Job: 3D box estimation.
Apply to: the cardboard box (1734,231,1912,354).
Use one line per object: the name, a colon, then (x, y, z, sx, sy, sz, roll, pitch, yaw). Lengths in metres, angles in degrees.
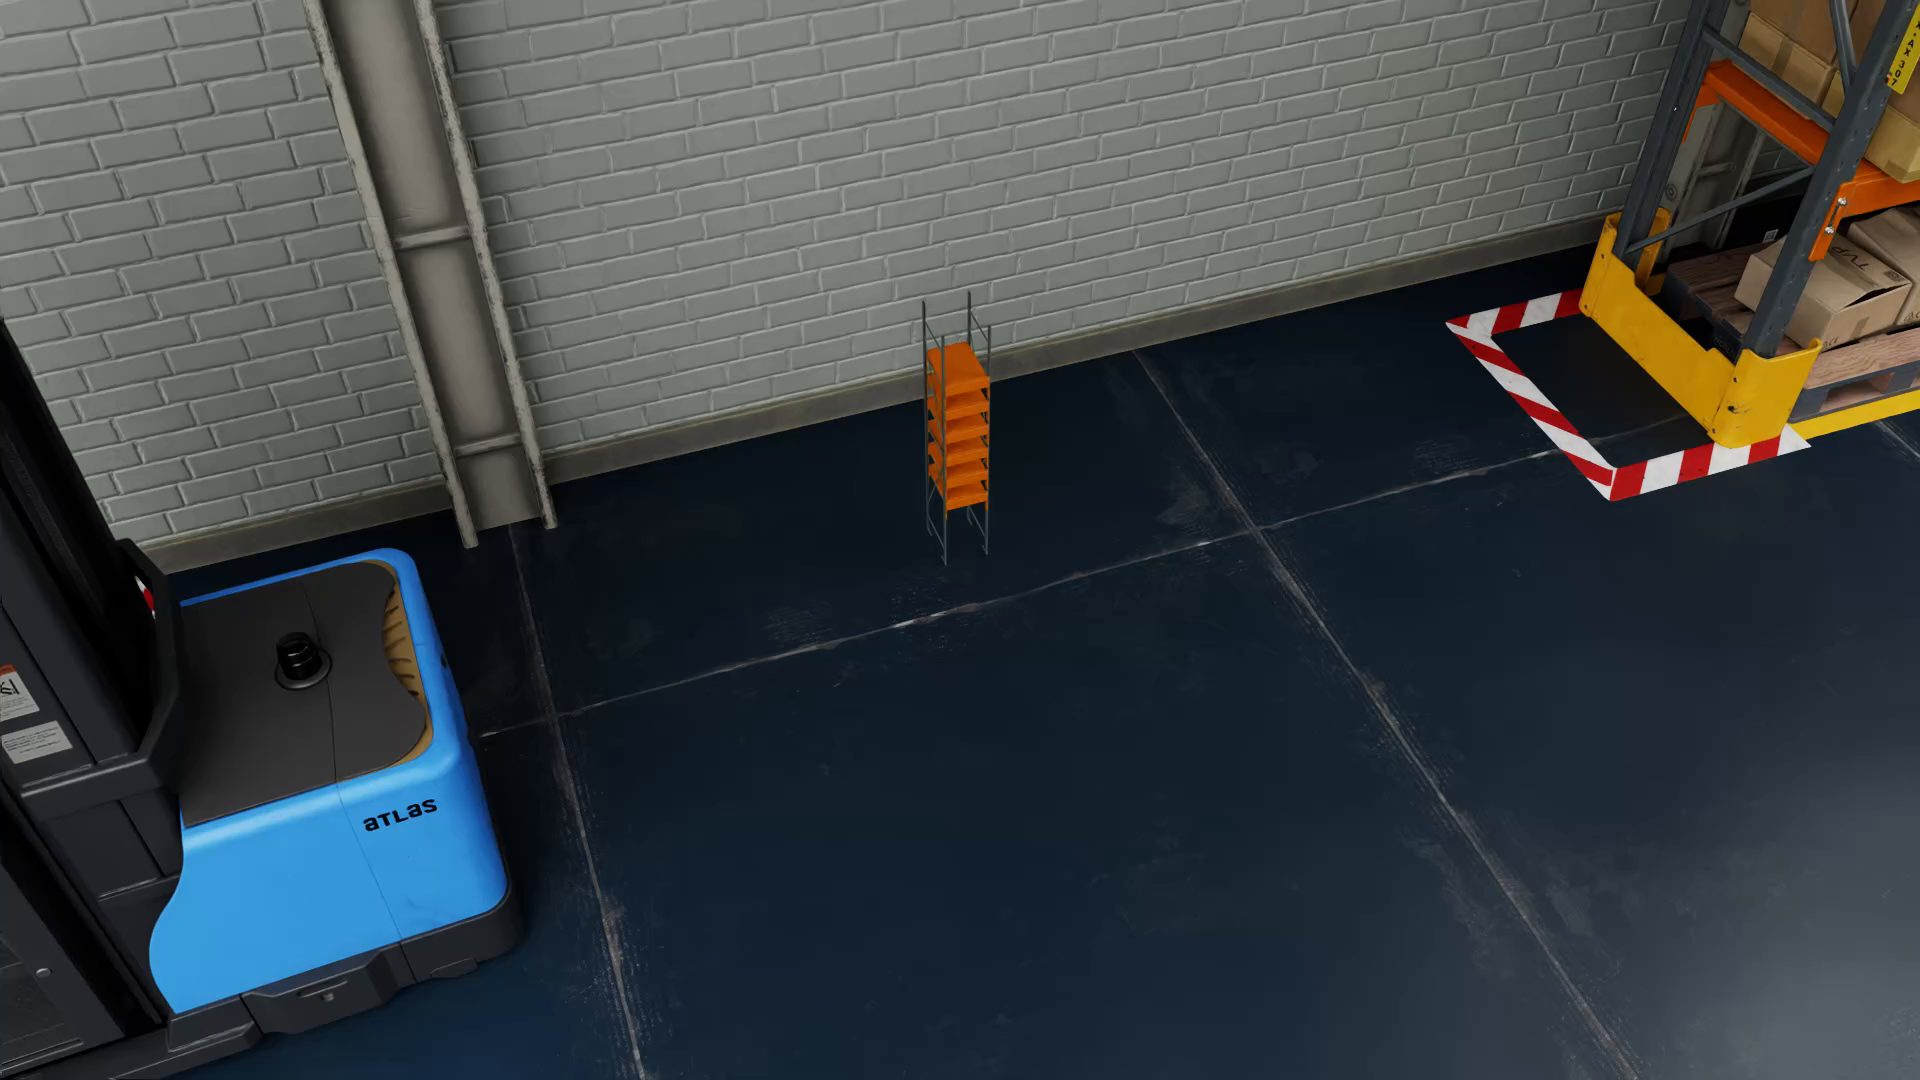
cardboard box: (4.003, -1.182, 7.707, 0.500, 0.311, 0.500, -19, 48, -18)

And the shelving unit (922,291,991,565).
shelving unit: (-0.014, -0.420, 6.631, 0.189, 1.200, 0.258, -14, 47, -14)

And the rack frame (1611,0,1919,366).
rack frame: (3.322, -1.870, 6.805, 0.127, 3.000, 1.000, -14, 47, -14)

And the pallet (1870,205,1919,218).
pallet: (5.315, -1.366, 8.272, 1.213, 0.211, 1.003, -14, 47, -14)

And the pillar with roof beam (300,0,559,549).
pillar with roof beam: (-0.495, -0.421, 1.126, 0.400, 9.000, 9.100, -14, 47, -14)

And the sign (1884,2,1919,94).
sign: (3.507, -1.814, 6.138, 0.005, 0.325, 0.100, -14, 47, -14)

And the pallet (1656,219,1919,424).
pallet: (4.170, -1.075, 7.982, 1.213, 0.211, 1.003, -14, 47, -14)

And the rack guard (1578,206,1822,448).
rack guard: (3.394, -1.005, 7.708, 0.348, 0.500, 1.175, -14, 47, -14)

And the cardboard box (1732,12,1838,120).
cardboard box: (3.696, -2.065, 7.092, 0.500, 0.250, 0.500, -14, 47, -13)

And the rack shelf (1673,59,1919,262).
rack shelf: (5.203, -2.097, 7.539, 4.000, 0.370, 1.077, -14, 47, -14)

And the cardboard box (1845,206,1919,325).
cardboard box: (4.540, -1.319, 7.844, 0.500, 0.311, 0.500, -11, 46, -11)

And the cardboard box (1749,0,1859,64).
cardboard box: (3.693, -2.343, 6.839, 0.500, 0.500, 0.500, -15, 47, -14)

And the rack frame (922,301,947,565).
rack frame: (-0.100, -0.398, 6.609, 0.006, 1.200, 0.240, -14, 47, -14)

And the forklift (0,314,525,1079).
forklift: (-3.045, 0.443, 4.549, 3.031, 2.935, 1.130, -16, 47, -16)

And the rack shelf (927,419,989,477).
rack shelf: (-0.014, -0.389, 6.662, 0.180, 0.103, 0.258, -14, 47, -14)

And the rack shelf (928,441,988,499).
rack shelf: (-0.014, -0.304, 6.747, 0.180, 0.103, 0.258, -14, 47, -14)

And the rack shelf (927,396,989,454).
rack shelf: (-0.014, -0.473, 6.577, 0.180, 0.103, 0.258, -14, 47, -14)

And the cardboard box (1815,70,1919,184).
cardboard box: (3.889, -1.730, 6.757, 0.500, 0.250, 0.500, -16, 47, -15)

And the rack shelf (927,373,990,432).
rack shelf: (-0.014, -0.558, 6.492, 0.180, 0.103, 0.258, -14, 47, -14)

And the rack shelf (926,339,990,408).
rack shelf: (-0.014, -0.643, 6.407, 0.180, 0.103, 0.258, -14, 47, -14)

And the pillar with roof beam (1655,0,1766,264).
pillar with roof beam: (5.149, -1.864, 2.564, 0.400, 9.000, 9.100, -14, 47, -14)

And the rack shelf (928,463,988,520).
rack shelf: (-0.014, -0.219, 6.832, 0.180, 0.103, 0.258, -14, 47, -14)

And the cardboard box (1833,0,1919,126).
cardboard box: (3.873, -2.003, 6.500, 0.500, 0.500, 0.500, -14, 47, -14)

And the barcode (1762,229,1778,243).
barcode: (3.885, -1.456, 7.974, 0.075, 0.075, 0.001, -14, 47, -14)

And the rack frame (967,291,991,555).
rack frame: (0.072, -0.442, 6.653, 0.006, 1.200, 0.240, -14, 47, -14)
